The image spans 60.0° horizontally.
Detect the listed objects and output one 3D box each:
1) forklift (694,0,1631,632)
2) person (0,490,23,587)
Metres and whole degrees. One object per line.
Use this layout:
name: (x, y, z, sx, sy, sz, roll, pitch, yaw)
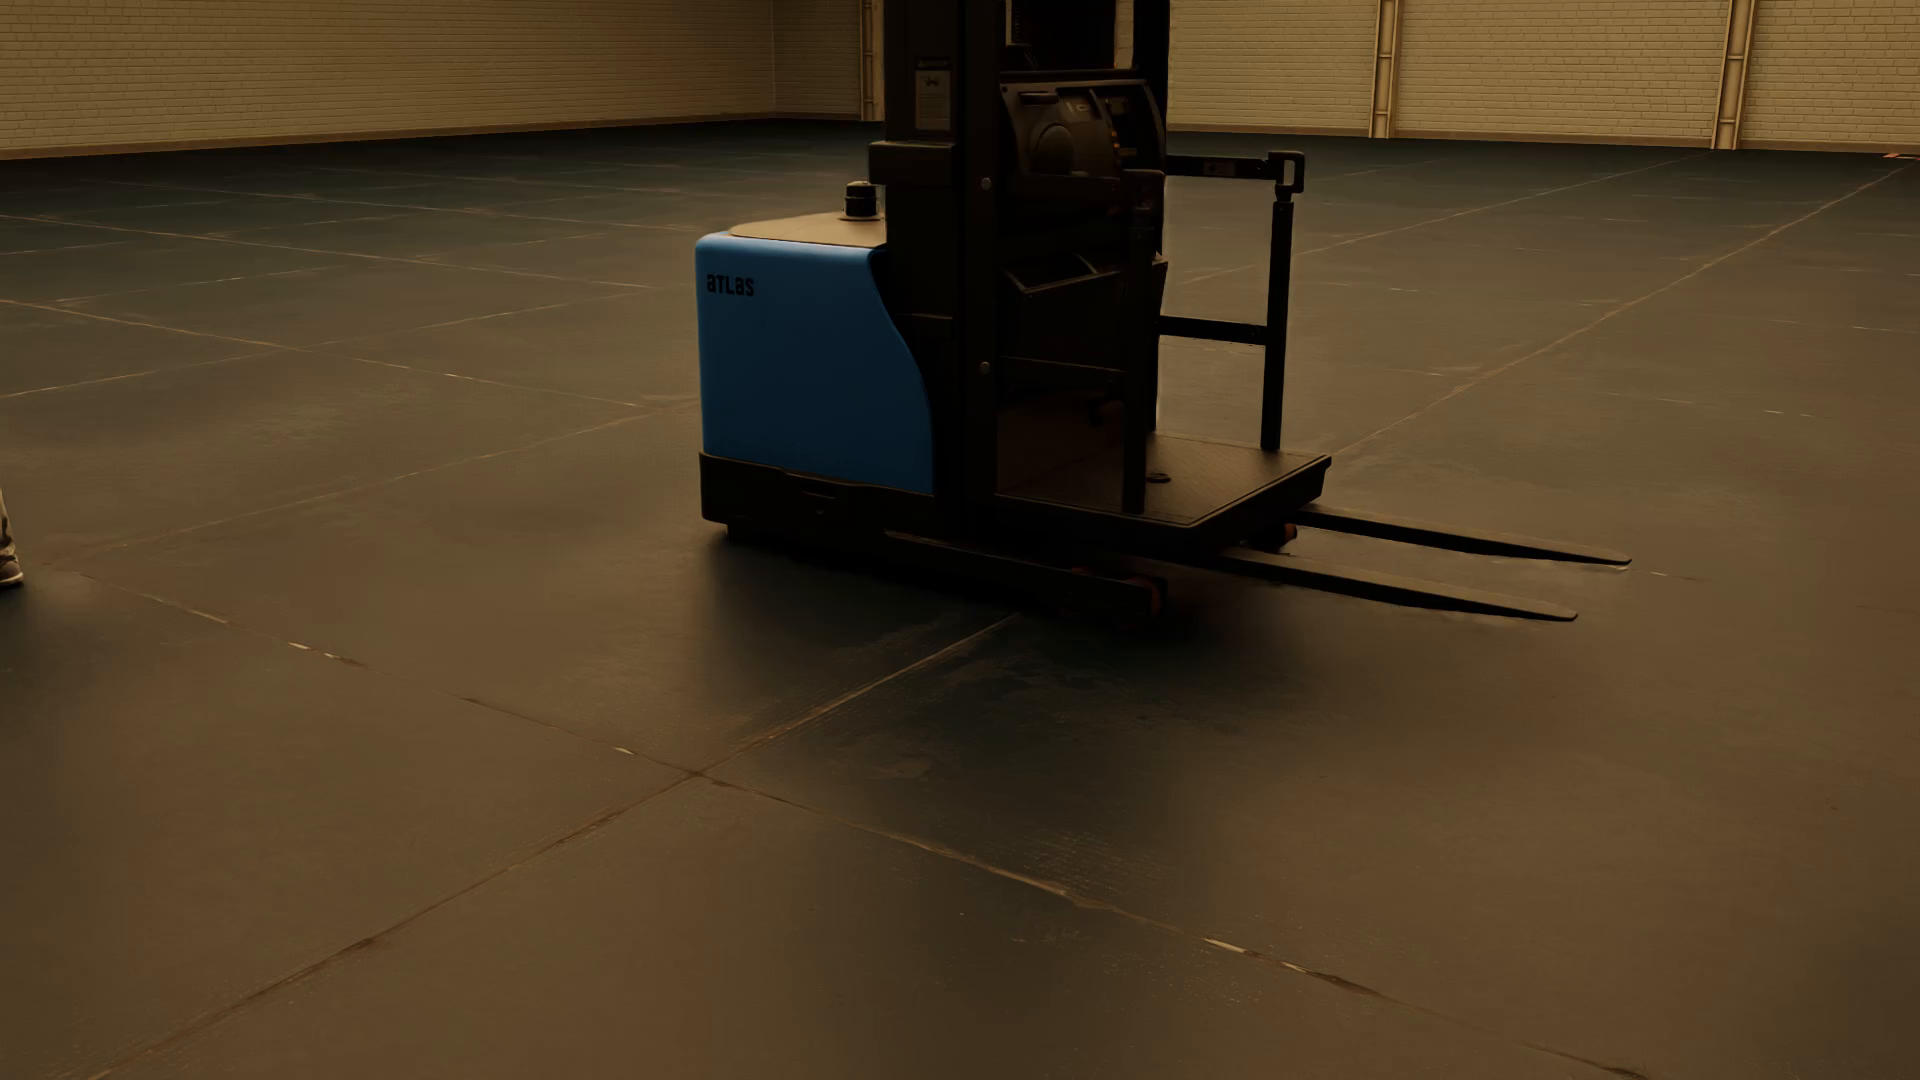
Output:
forklift: (0.574, -1.300, 5.179, 3.031, 2.935, 1.130, 11, 20, 33)
person: (-3.161, -0.600, 5.064, 0.371, 1.665, 0.531, -3, 17, -11)
